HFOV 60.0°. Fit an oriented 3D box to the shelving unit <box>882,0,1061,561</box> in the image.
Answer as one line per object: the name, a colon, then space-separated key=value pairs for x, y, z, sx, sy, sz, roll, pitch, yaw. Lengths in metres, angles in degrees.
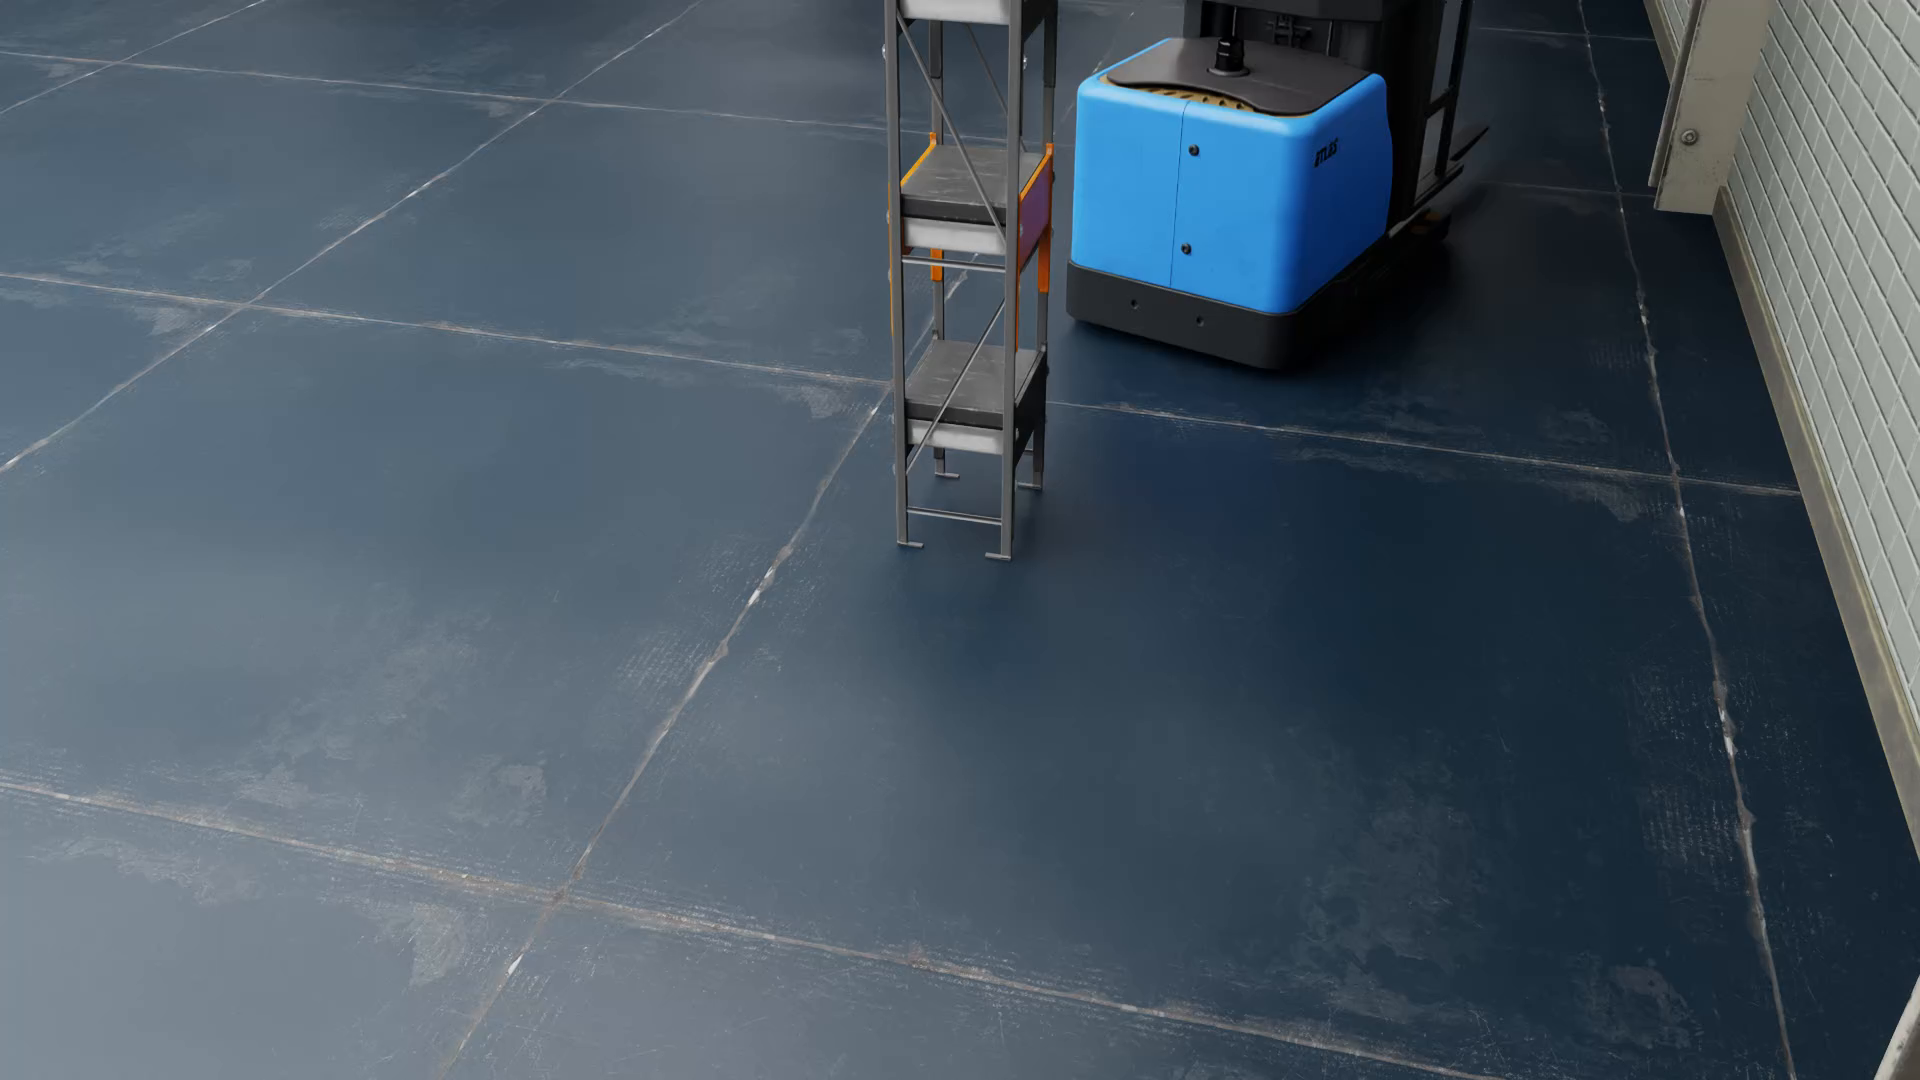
shelving unit: x=0.042 y=-0.972 z=5.322 sx=0.431 sy=2.100 sz=0.503 roll=8 pitch=33 yaw=12

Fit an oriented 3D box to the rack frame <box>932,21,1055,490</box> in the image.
rack frame: x=0.104 y=-1.099 z=5.521 sx=0.400 sy=2.100 sz=0.015 roll=8 pitch=33 yaw=12

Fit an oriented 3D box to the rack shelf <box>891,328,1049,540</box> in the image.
rack shelf: x=0.042 y=-0.370 z=5.705 sx=0.431 sy=0.518 sz=0.480 roll=8 pitch=33 yaw=12

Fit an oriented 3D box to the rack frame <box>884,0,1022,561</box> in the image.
rack frame: x=-0.020 y=-0.845 z=5.123 sx=0.400 sy=2.100 sz=0.015 roll=8 pitch=33 yaw=12

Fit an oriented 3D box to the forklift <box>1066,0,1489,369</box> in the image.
forklift: x=1.686 y=-2.673 z=7.223 sx=1.130 sy=2.935 sz=3.031 roll=19 pitch=37 yaw=28

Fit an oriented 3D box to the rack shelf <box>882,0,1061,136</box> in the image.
rack shelf: x=0.042 y=-1.551 z=4.954 sx=0.431 sy=0.518 sz=0.480 roll=8 pitch=33 yaw=12

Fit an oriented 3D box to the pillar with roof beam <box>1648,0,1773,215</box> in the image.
pillar with roof beam: x=-0.471 y=-6.127 z=7.000 sx=9.100 sy=9.000 sz=0.400 roll=8 pitch=33 yaw=12

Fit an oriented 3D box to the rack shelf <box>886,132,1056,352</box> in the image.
rack shelf: x=0.042 y=-0.960 z=5.329 sx=0.431 sy=0.518 sz=0.480 roll=8 pitch=33 yaw=12
